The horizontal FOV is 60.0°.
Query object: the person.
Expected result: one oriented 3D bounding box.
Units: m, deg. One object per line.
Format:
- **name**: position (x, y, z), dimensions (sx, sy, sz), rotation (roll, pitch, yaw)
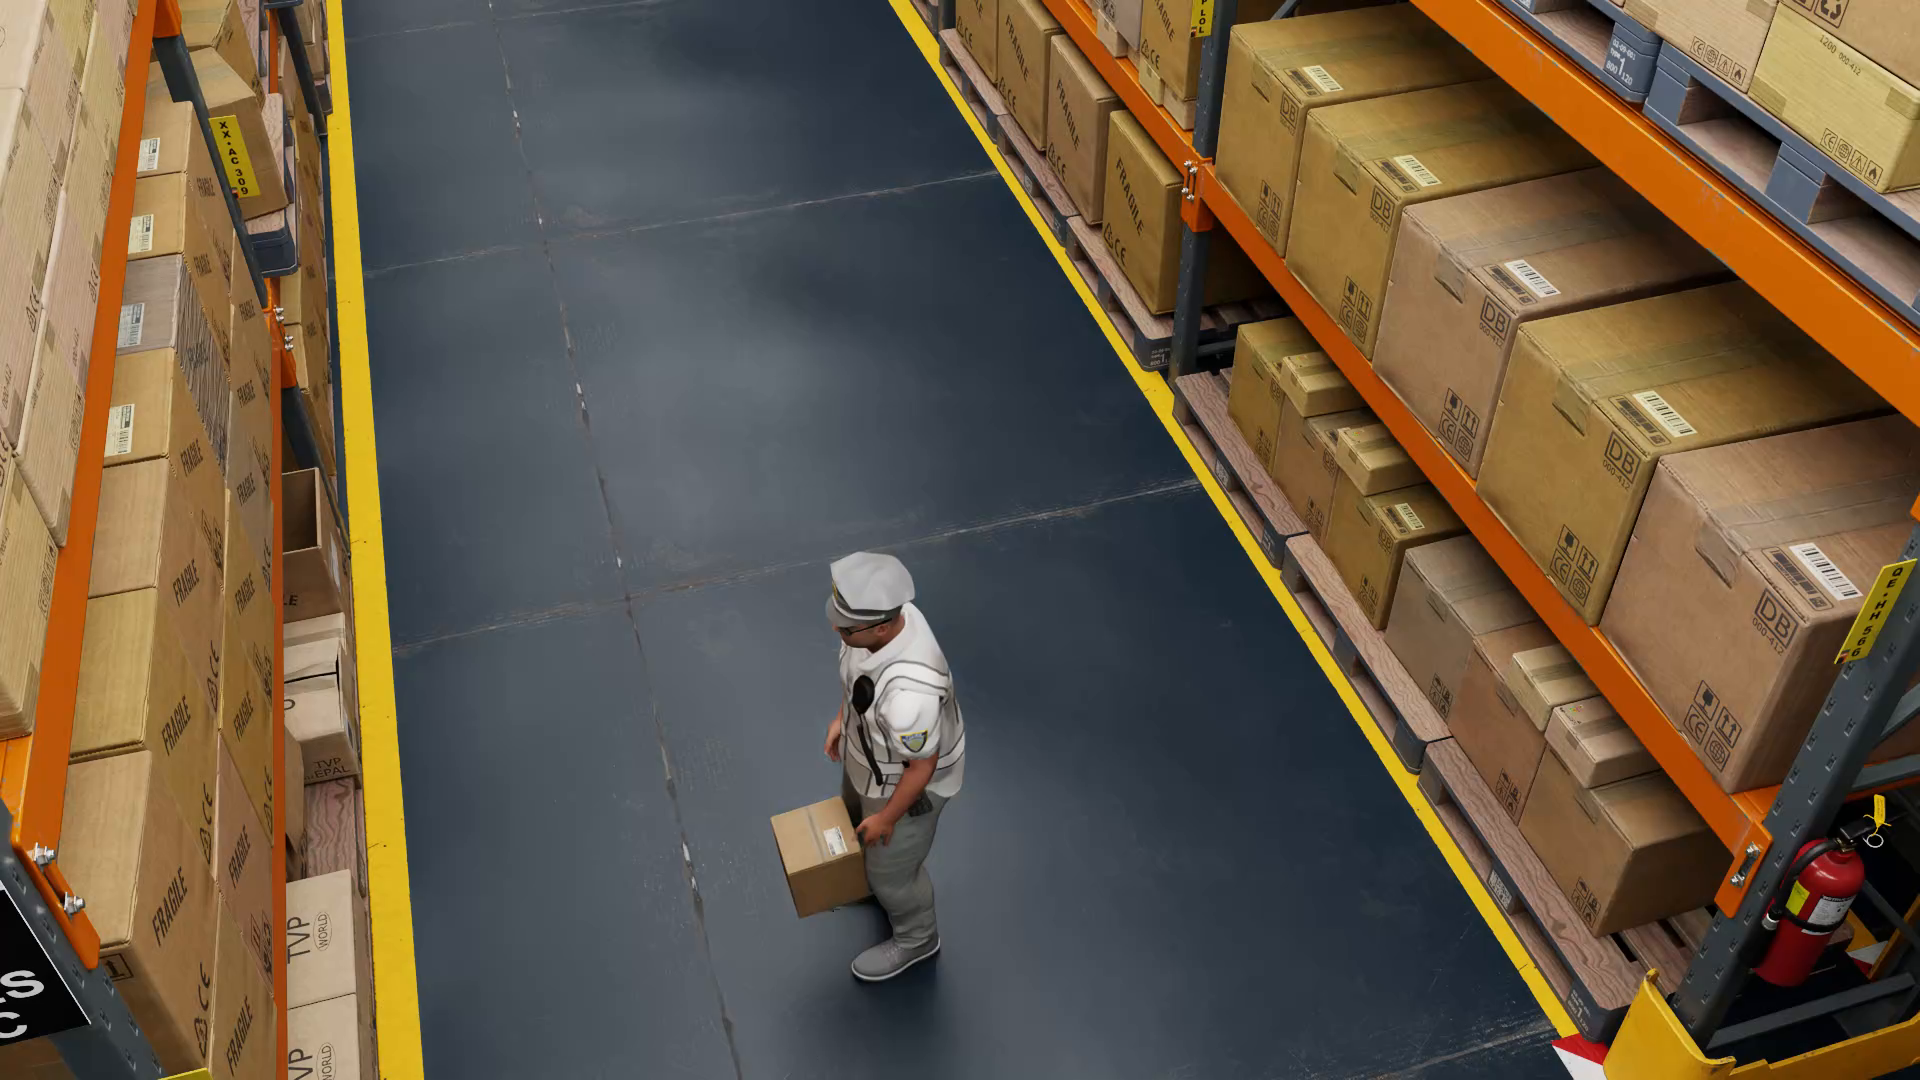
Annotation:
- **person**: position (-0.218, 0.722, 5.345), dimensions (0.434, 1.755, 0.561), rotation (-13, 44, -14)
